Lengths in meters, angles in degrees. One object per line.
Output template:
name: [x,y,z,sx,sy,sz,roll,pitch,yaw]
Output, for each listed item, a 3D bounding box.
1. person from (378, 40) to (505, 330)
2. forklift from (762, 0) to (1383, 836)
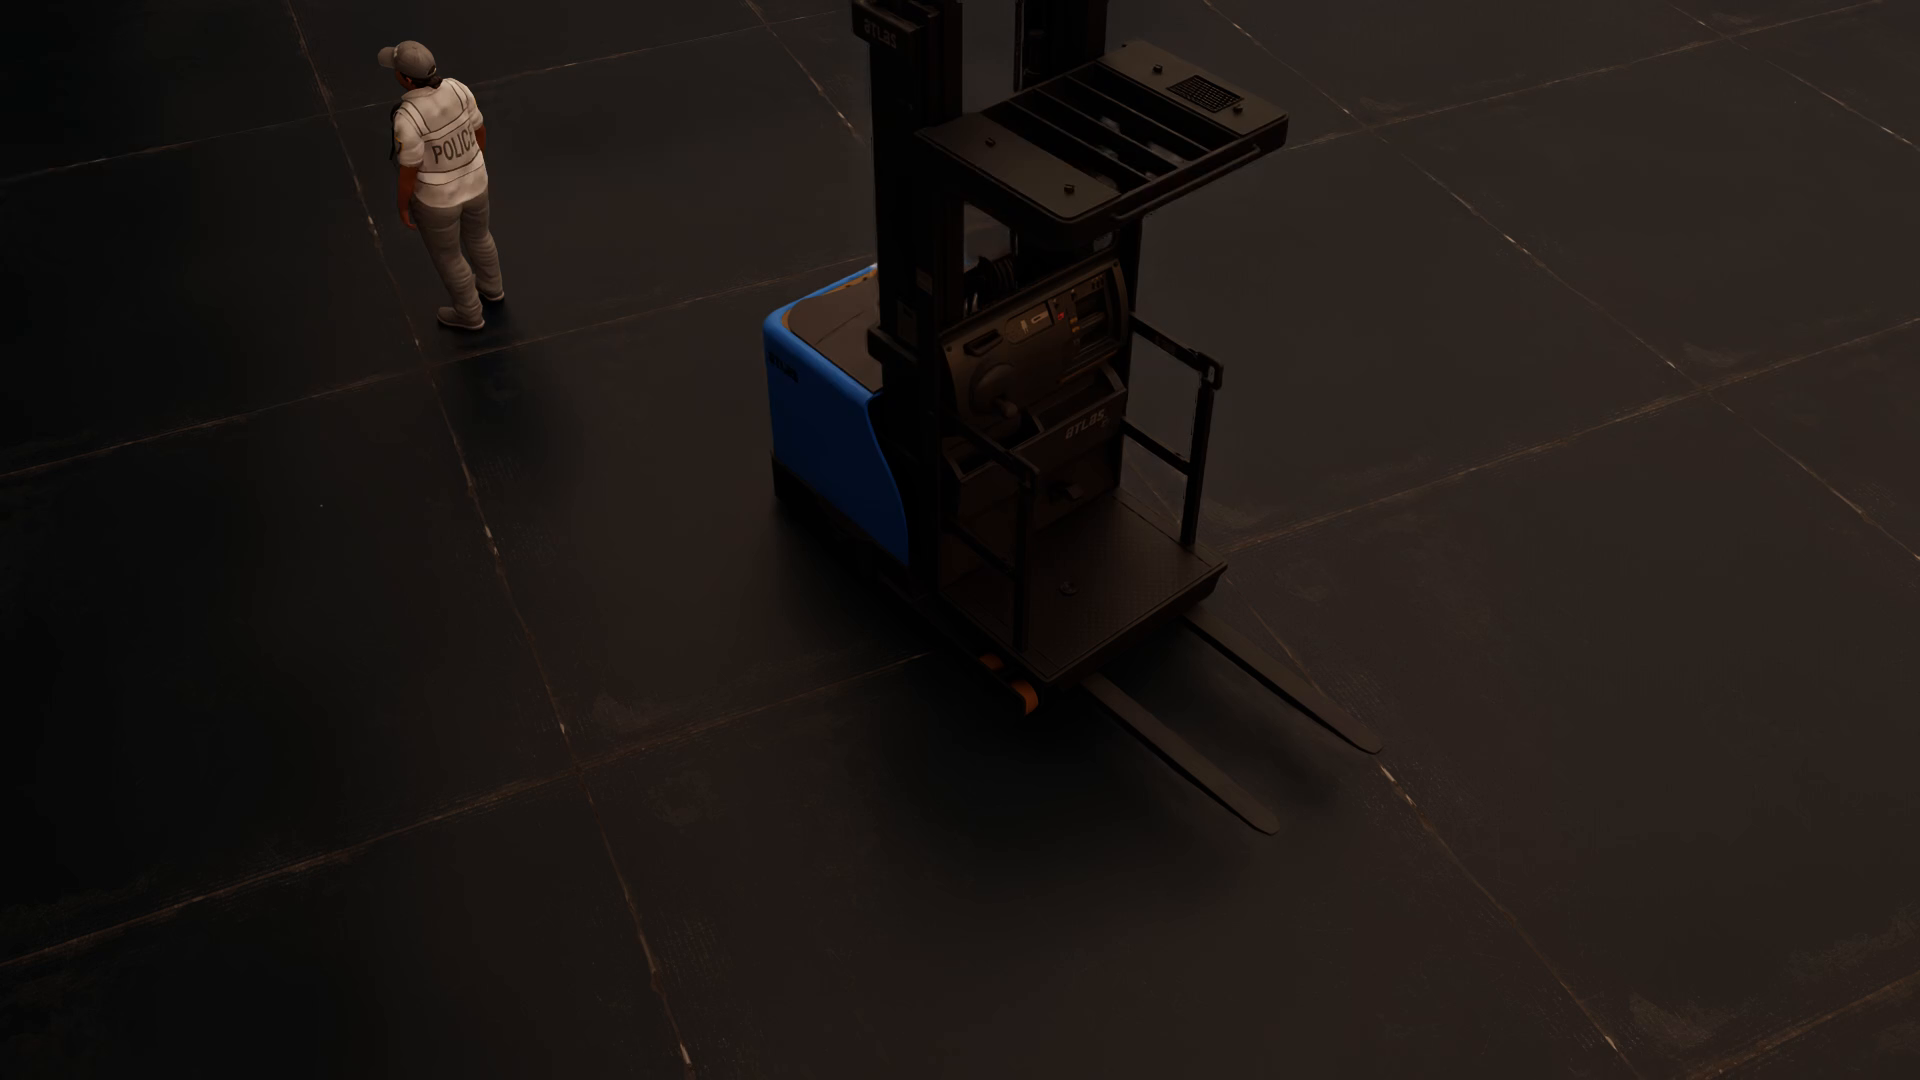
person: [-2.686,-1.828,8.563,0.530,1.659,0.597,25,49,25]
forklift: [0.449,-0.720,6.452,1.130,2.935,3.031,-30,51,-28]
